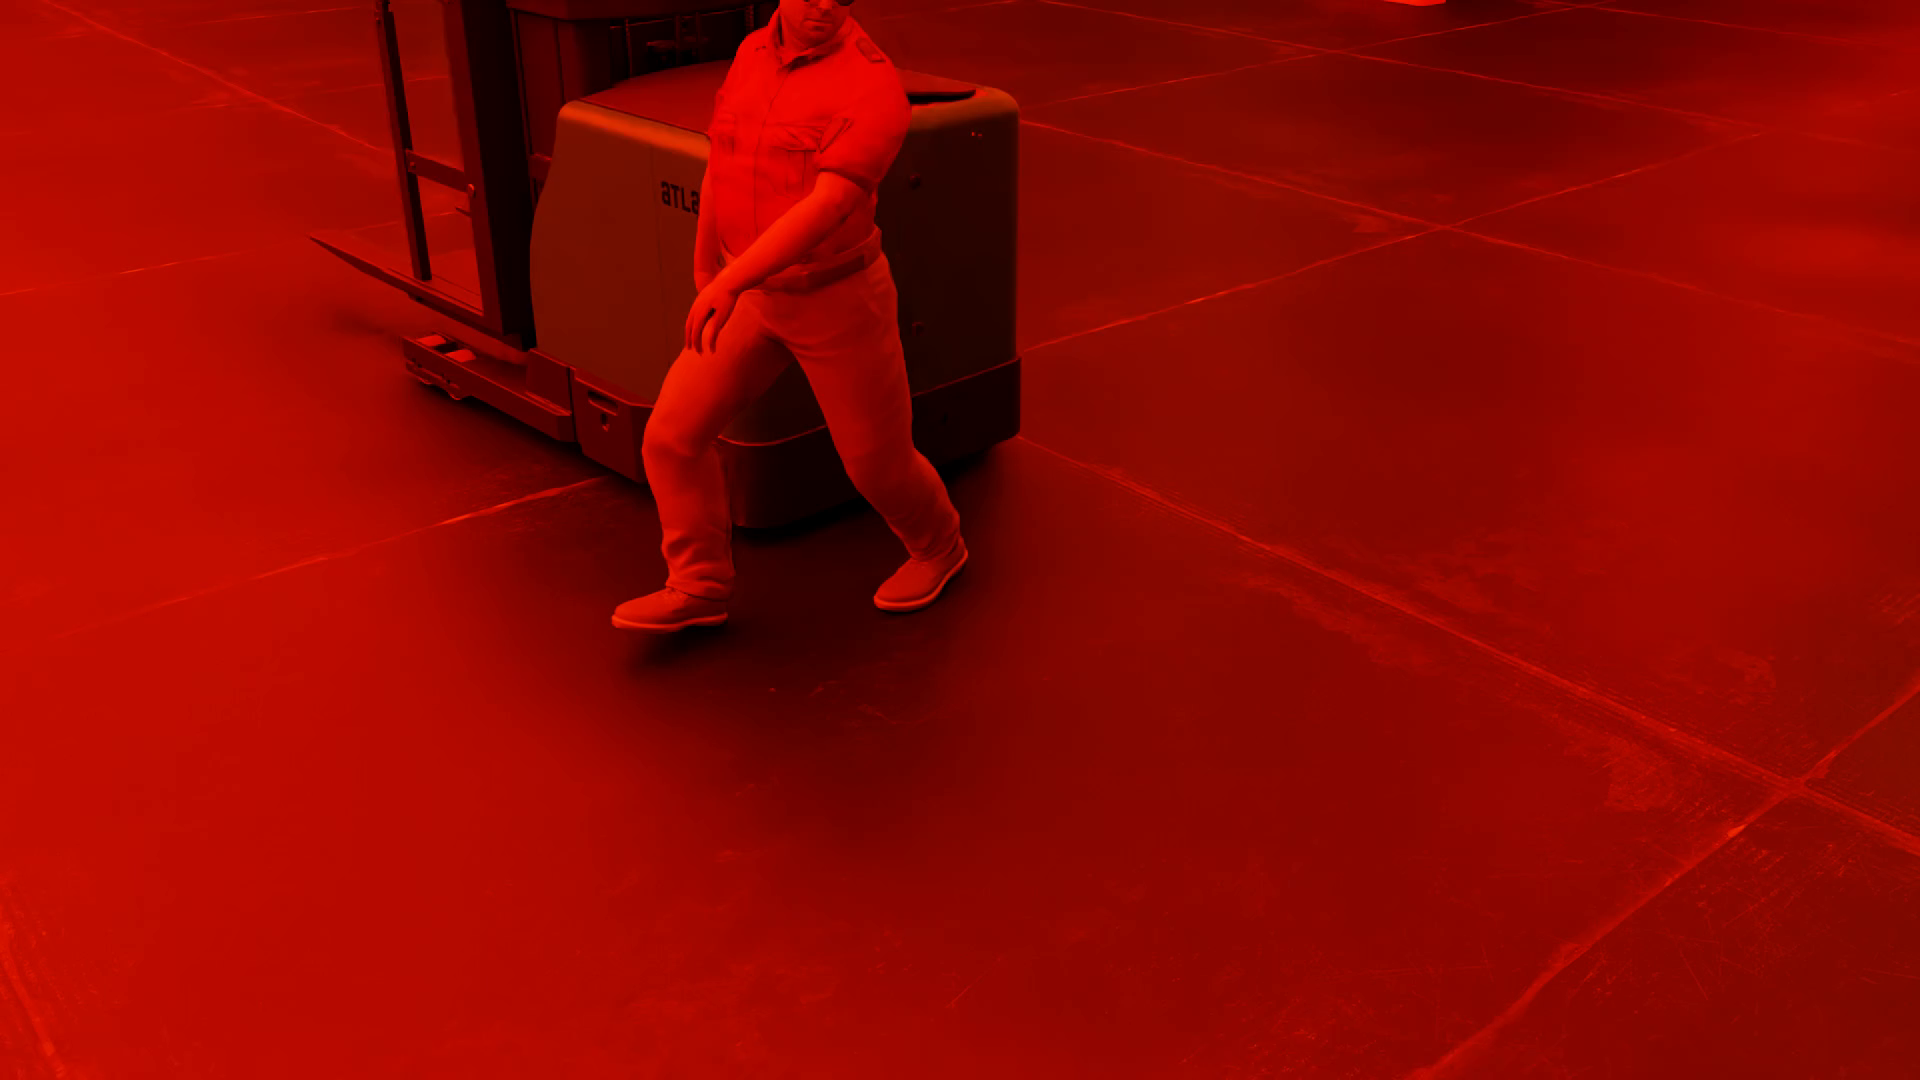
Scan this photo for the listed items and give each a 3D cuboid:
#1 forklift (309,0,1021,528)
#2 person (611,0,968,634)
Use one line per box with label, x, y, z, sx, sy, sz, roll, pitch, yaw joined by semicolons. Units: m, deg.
forklift;-1.203;-1.906;5.044;1.130;2.935;3.031;-23;35;-38
person;-0.416;-0.557;3.788;0.699;1.644;0.853;17;31;30
